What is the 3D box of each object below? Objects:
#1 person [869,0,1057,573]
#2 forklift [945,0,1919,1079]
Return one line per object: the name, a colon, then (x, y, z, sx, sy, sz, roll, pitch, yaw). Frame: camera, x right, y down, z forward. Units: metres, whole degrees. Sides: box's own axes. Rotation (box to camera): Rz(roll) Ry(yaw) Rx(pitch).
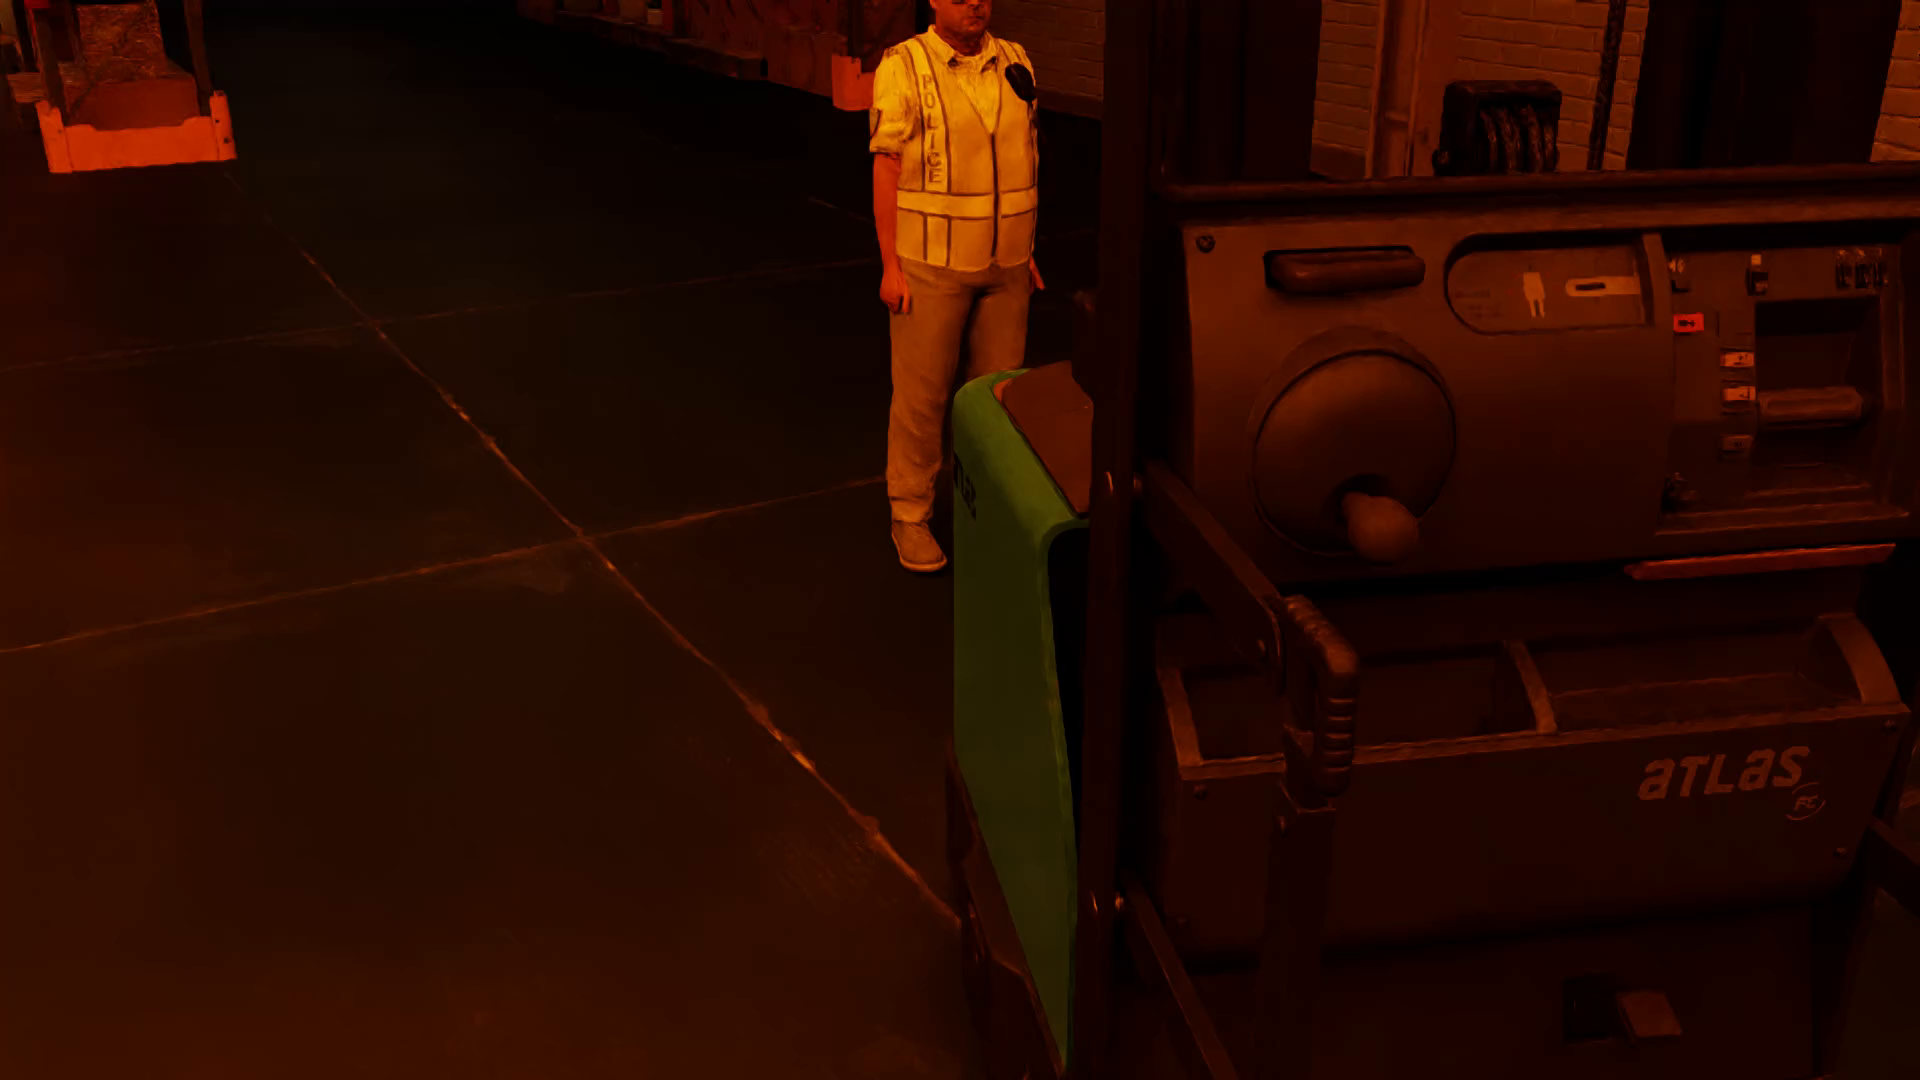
person: (0.009, -0.814, 4.786, 0.523, 1.773, 0.396, -12, 25, -28)
forklift: (0.737, -0.158, 1.658, 1.130, 2.935, 3.031, -4, 23, -9)
